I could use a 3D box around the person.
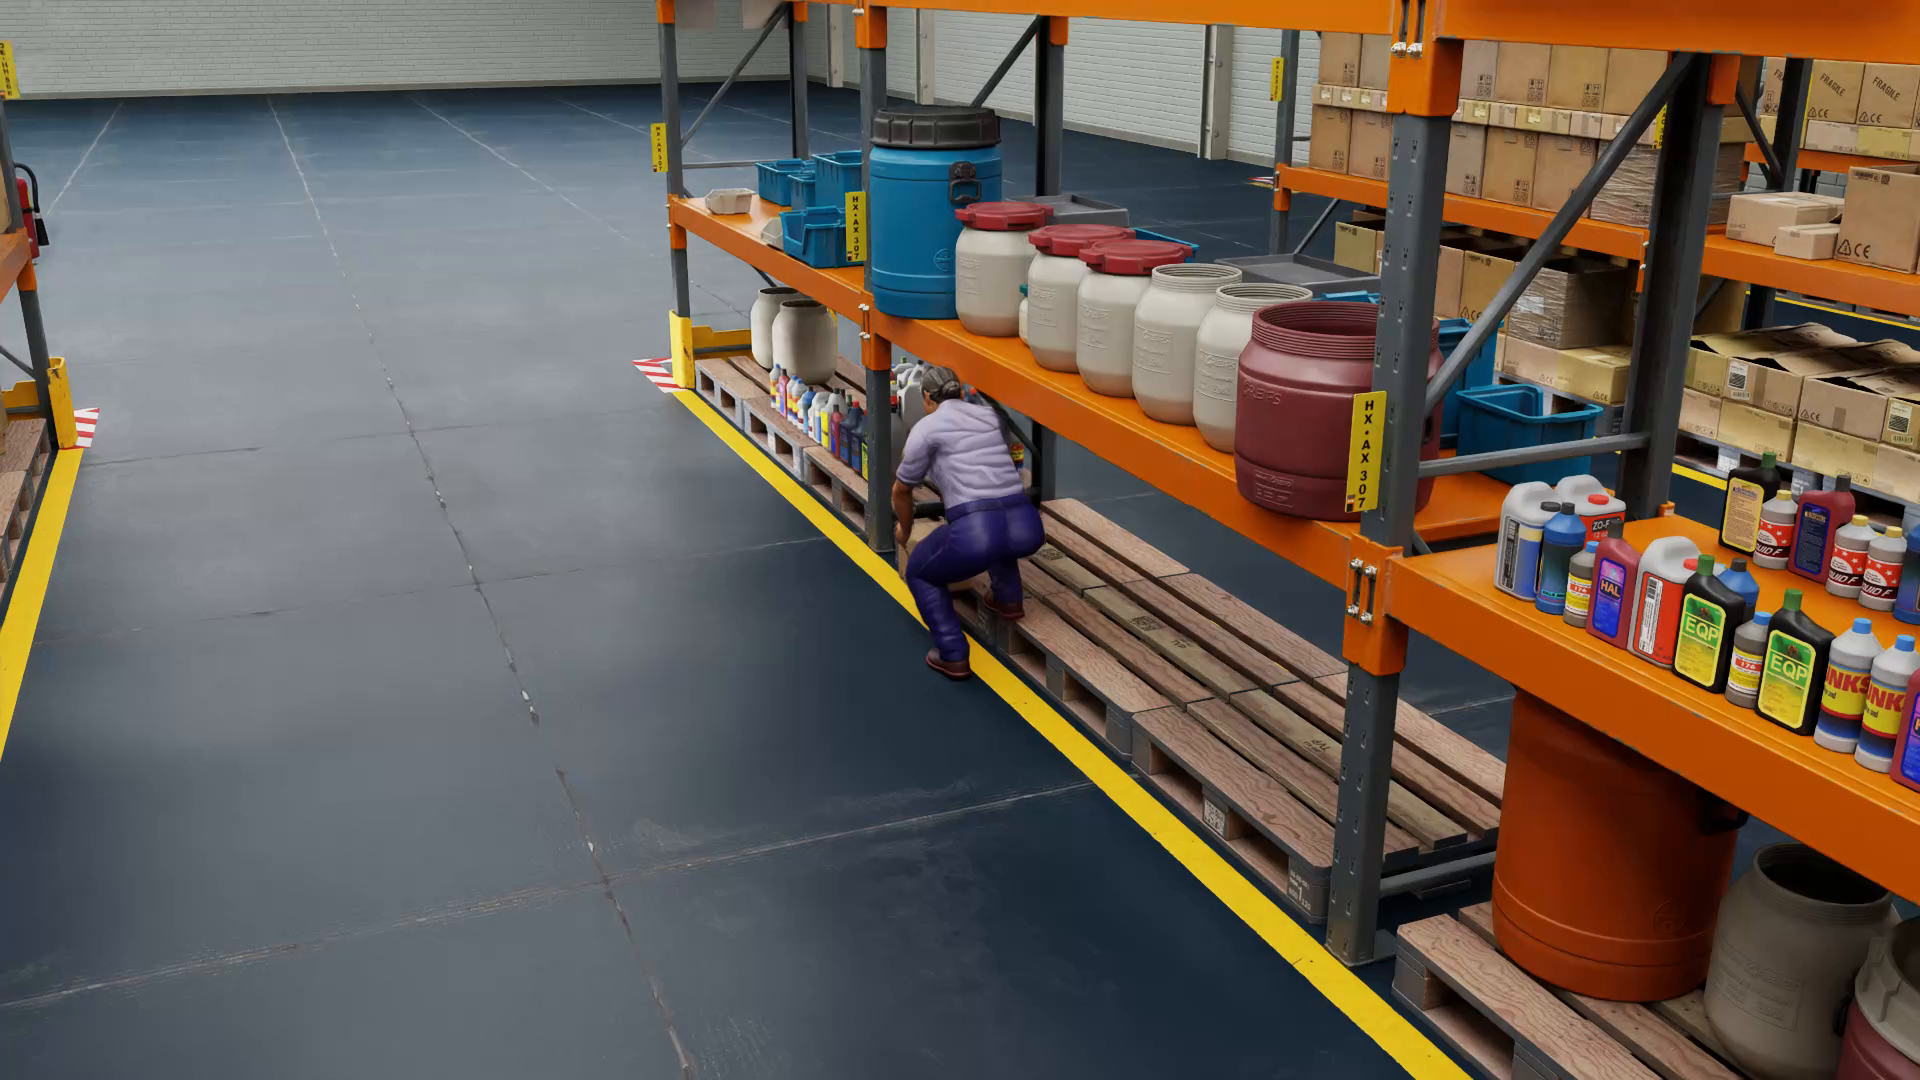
[{"bbox_3d":[0.026,-0.068,6.919,0.542,1.239,0.738,-8,20,-22],"label":"person"}]
